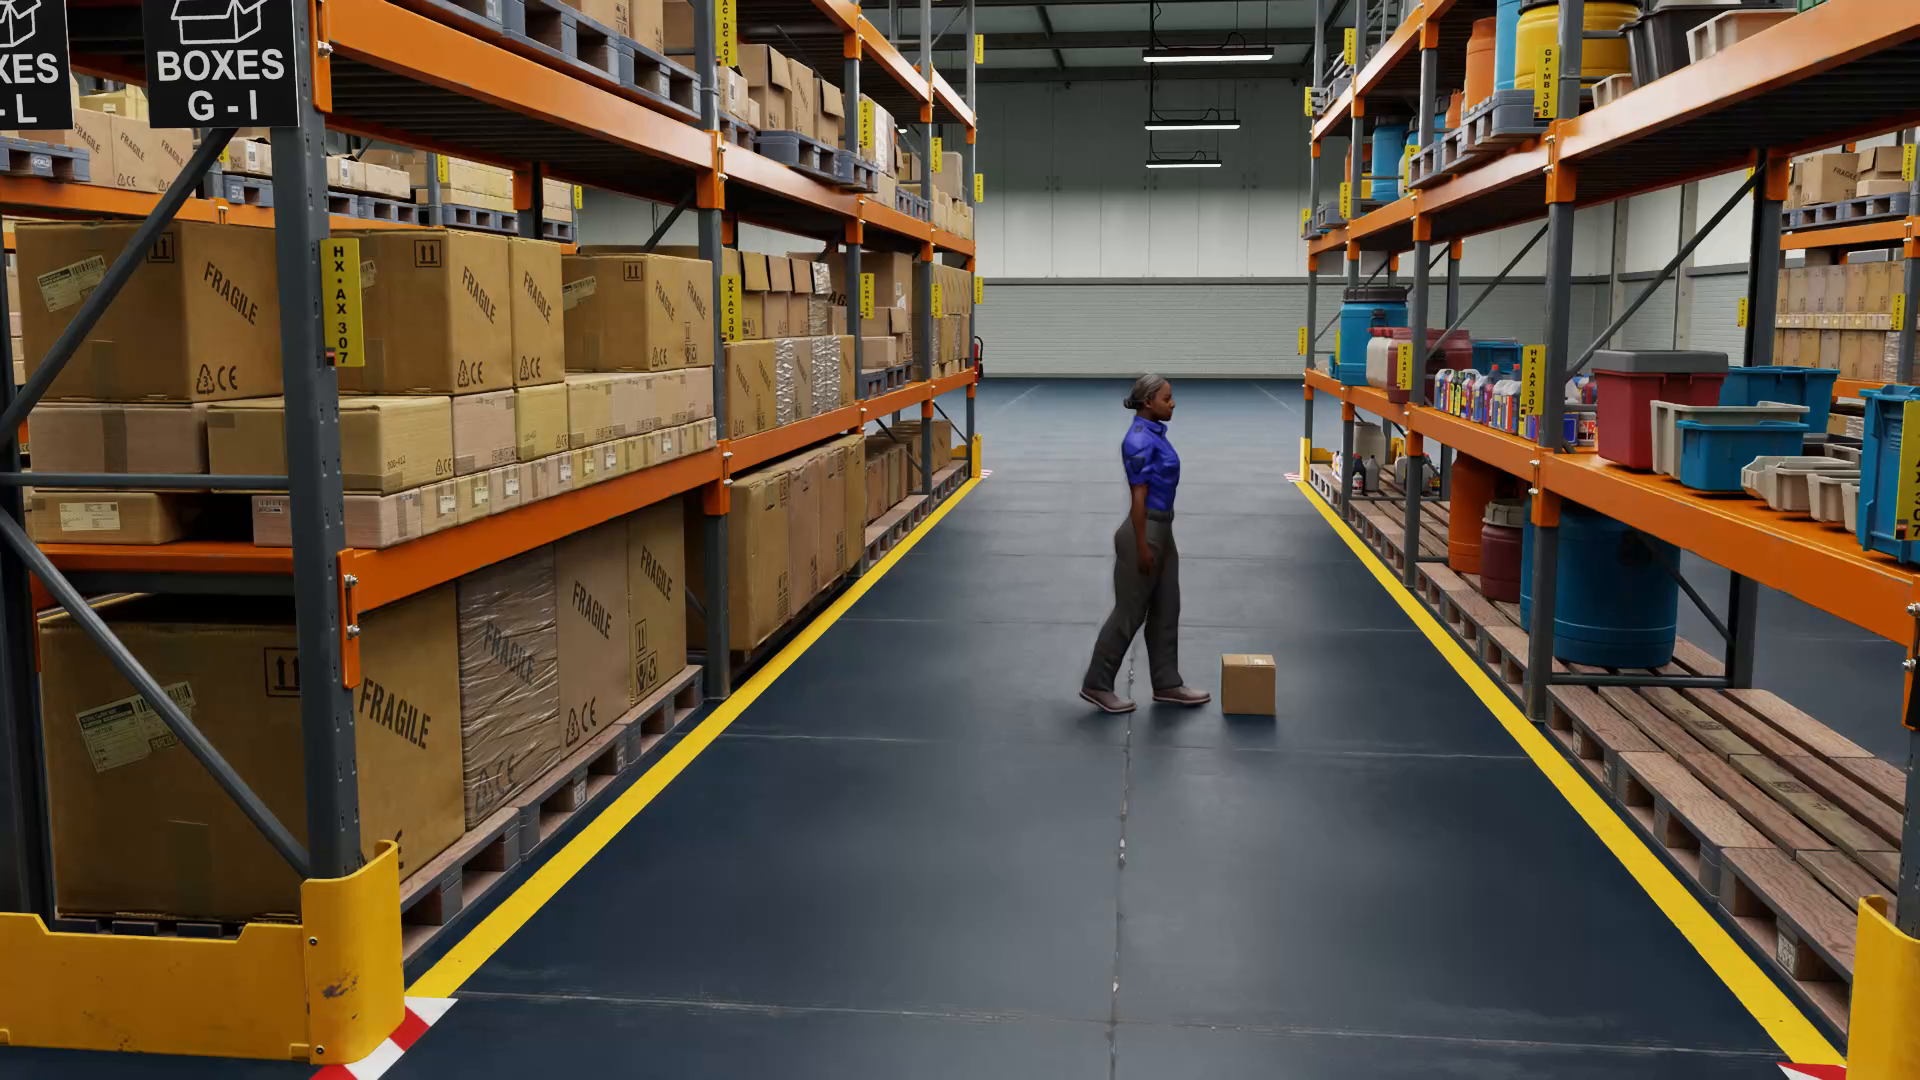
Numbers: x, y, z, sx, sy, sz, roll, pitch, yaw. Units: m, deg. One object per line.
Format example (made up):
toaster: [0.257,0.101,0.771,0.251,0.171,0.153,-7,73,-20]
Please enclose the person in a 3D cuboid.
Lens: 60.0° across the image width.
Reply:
person: [0.930,0.011,8.217,0.615,1.669,0.449,3,8,18]
